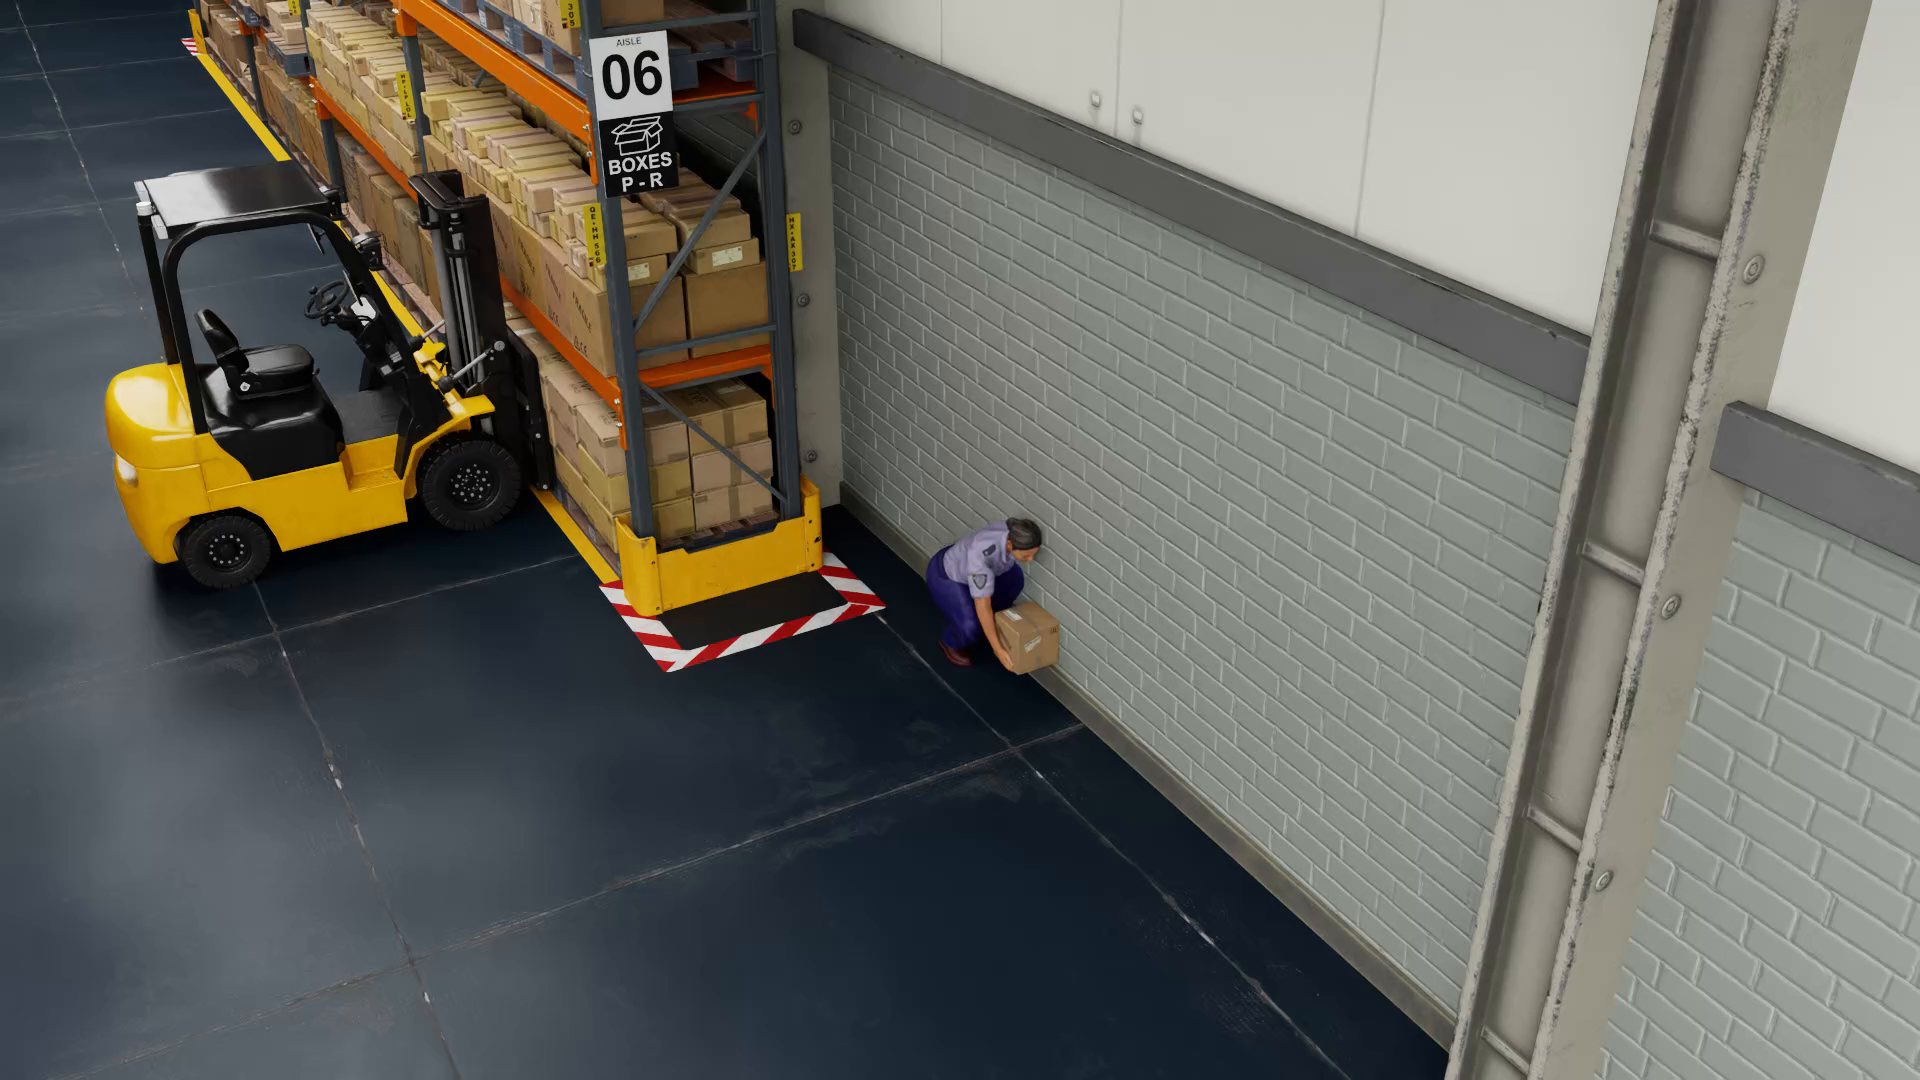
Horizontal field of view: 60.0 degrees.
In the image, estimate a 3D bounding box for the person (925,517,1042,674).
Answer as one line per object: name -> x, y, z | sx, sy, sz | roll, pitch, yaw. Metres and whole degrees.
person -> 0.177, 0.238, 8.870 | 0.527, 0.951, 0.850 | -16, 33, -26
